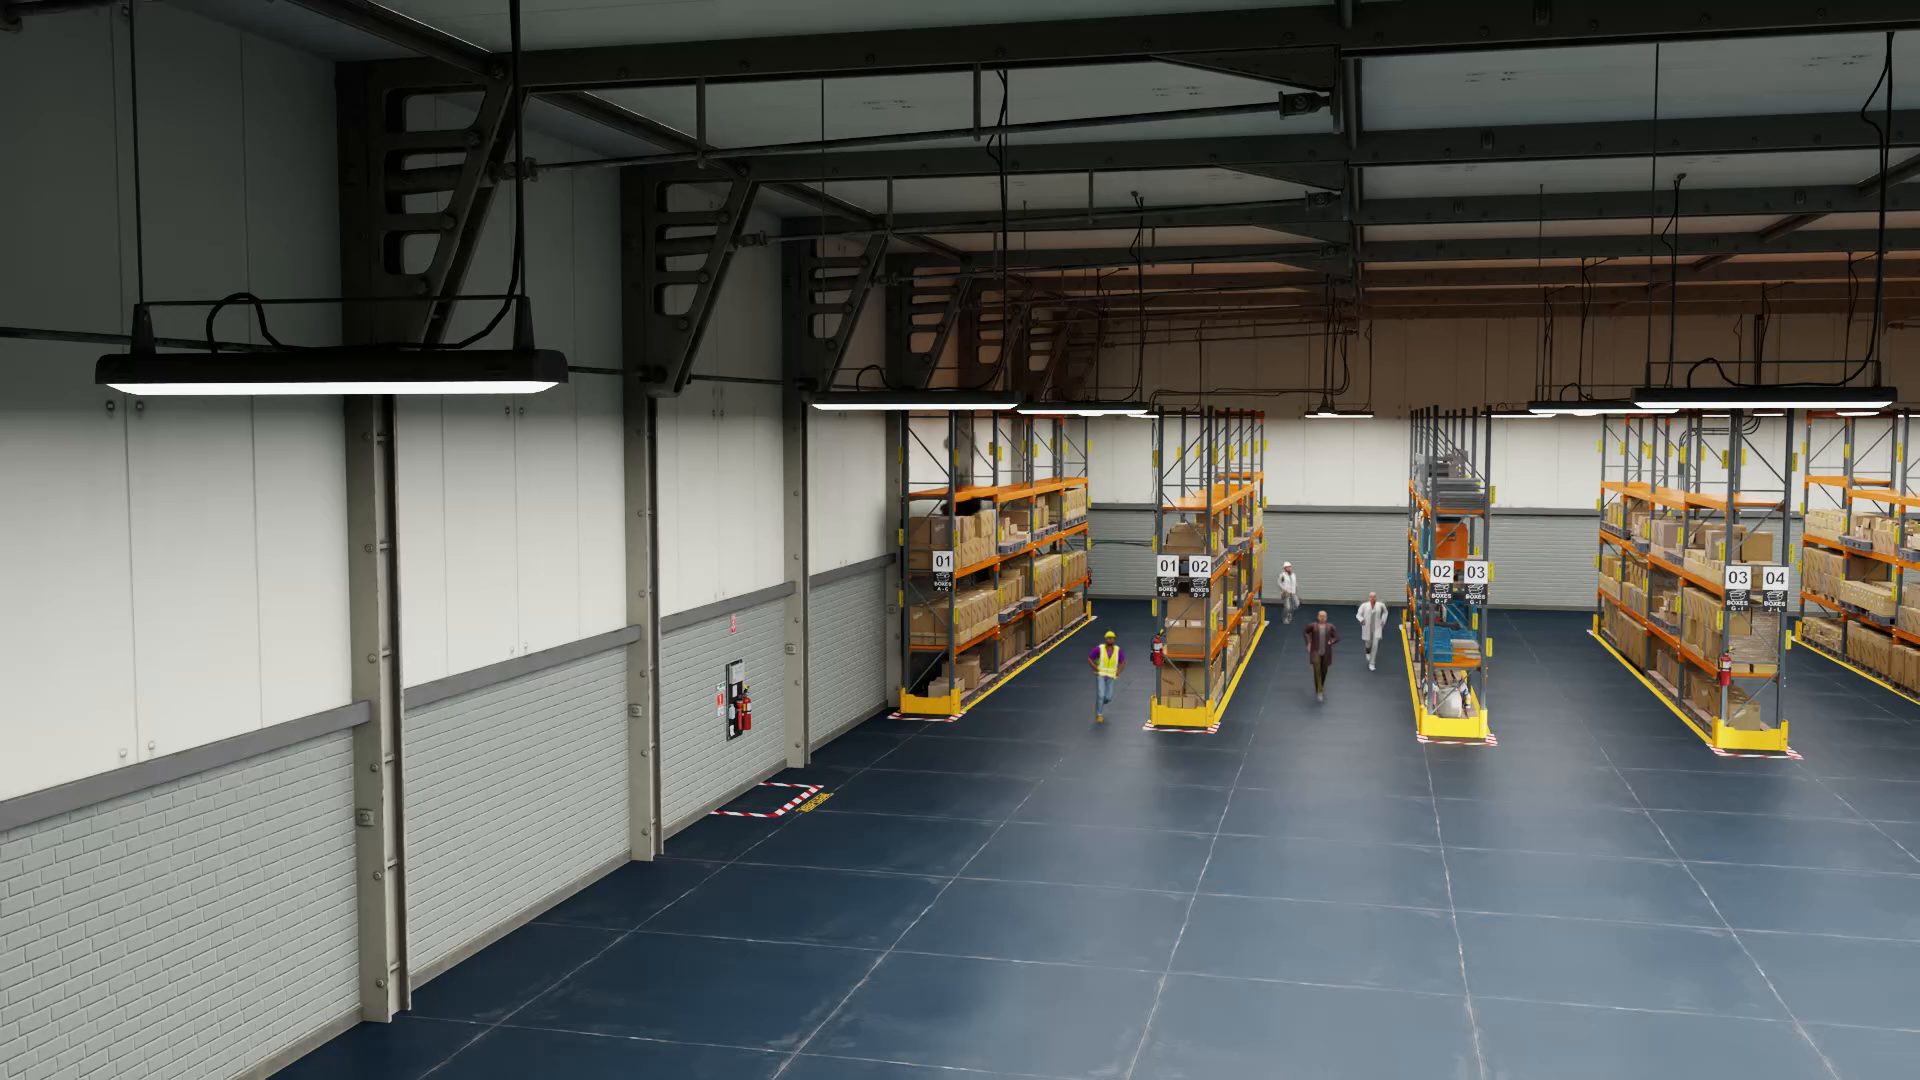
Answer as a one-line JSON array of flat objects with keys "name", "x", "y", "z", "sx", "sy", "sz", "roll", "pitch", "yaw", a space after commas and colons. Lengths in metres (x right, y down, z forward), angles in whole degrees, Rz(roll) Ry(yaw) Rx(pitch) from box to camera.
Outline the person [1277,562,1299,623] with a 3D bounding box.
[{"name": "person", "x": 9.299, "y": 1.493, "z": 46.924, "sx": 0.684, "sy": 1.740, "sz": 0.558, "roll": -2, "pitch": 4, "yaw": -23}]

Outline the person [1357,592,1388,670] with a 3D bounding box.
[{"name": "person", "x": 9.581, "y": 2.096, "z": 38.641, "sx": 0.721, "sy": 1.788, "sz": 0.917, "roll": 1, "pitch": 4, "yaw": 12}]

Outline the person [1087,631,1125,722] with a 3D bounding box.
[{"name": "person", "x": 2.798, "y": 2.594, "z": 31.837, "sx": 0.737, "sy": 1.714, "sz": 0.643, "roll": 0, "pitch": 4, "yaw": -5}]

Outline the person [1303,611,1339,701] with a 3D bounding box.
[{"name": "person", "x": 7.460, "y": 2.358, "z": 34.334, "sx": 0.703, "sy": 1.802, "sz": 1.047, "roll": 0, "pitch": 4, "yaw": 5}]
